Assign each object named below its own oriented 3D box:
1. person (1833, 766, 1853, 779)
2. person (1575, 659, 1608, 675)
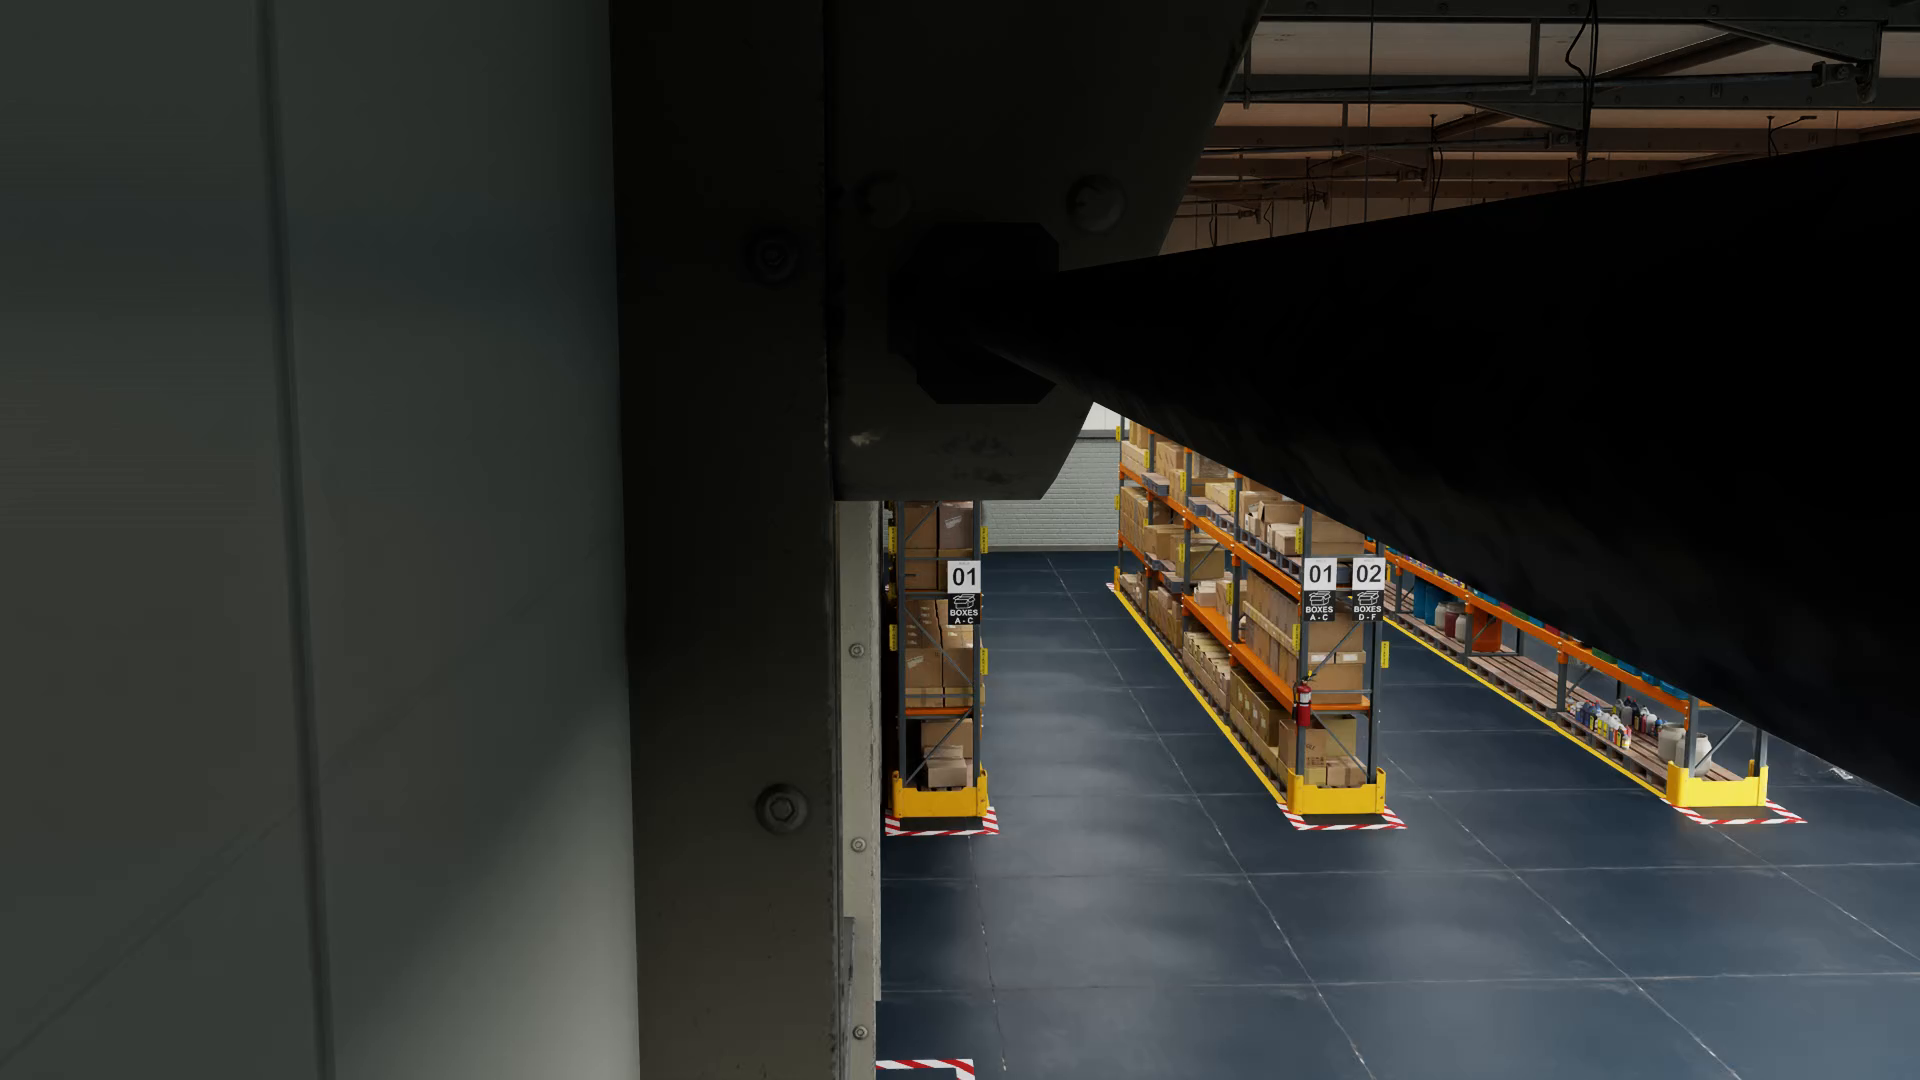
[{"bbox_3d":[11.935,2.506,21.613,0.524,1.406,1.017,-4,9,-27],"label":"person"},{"bbox_3d":[10.908,1.418,28.229,0.750,1.726,0.673,0,8,-2],"label":"person"}]
